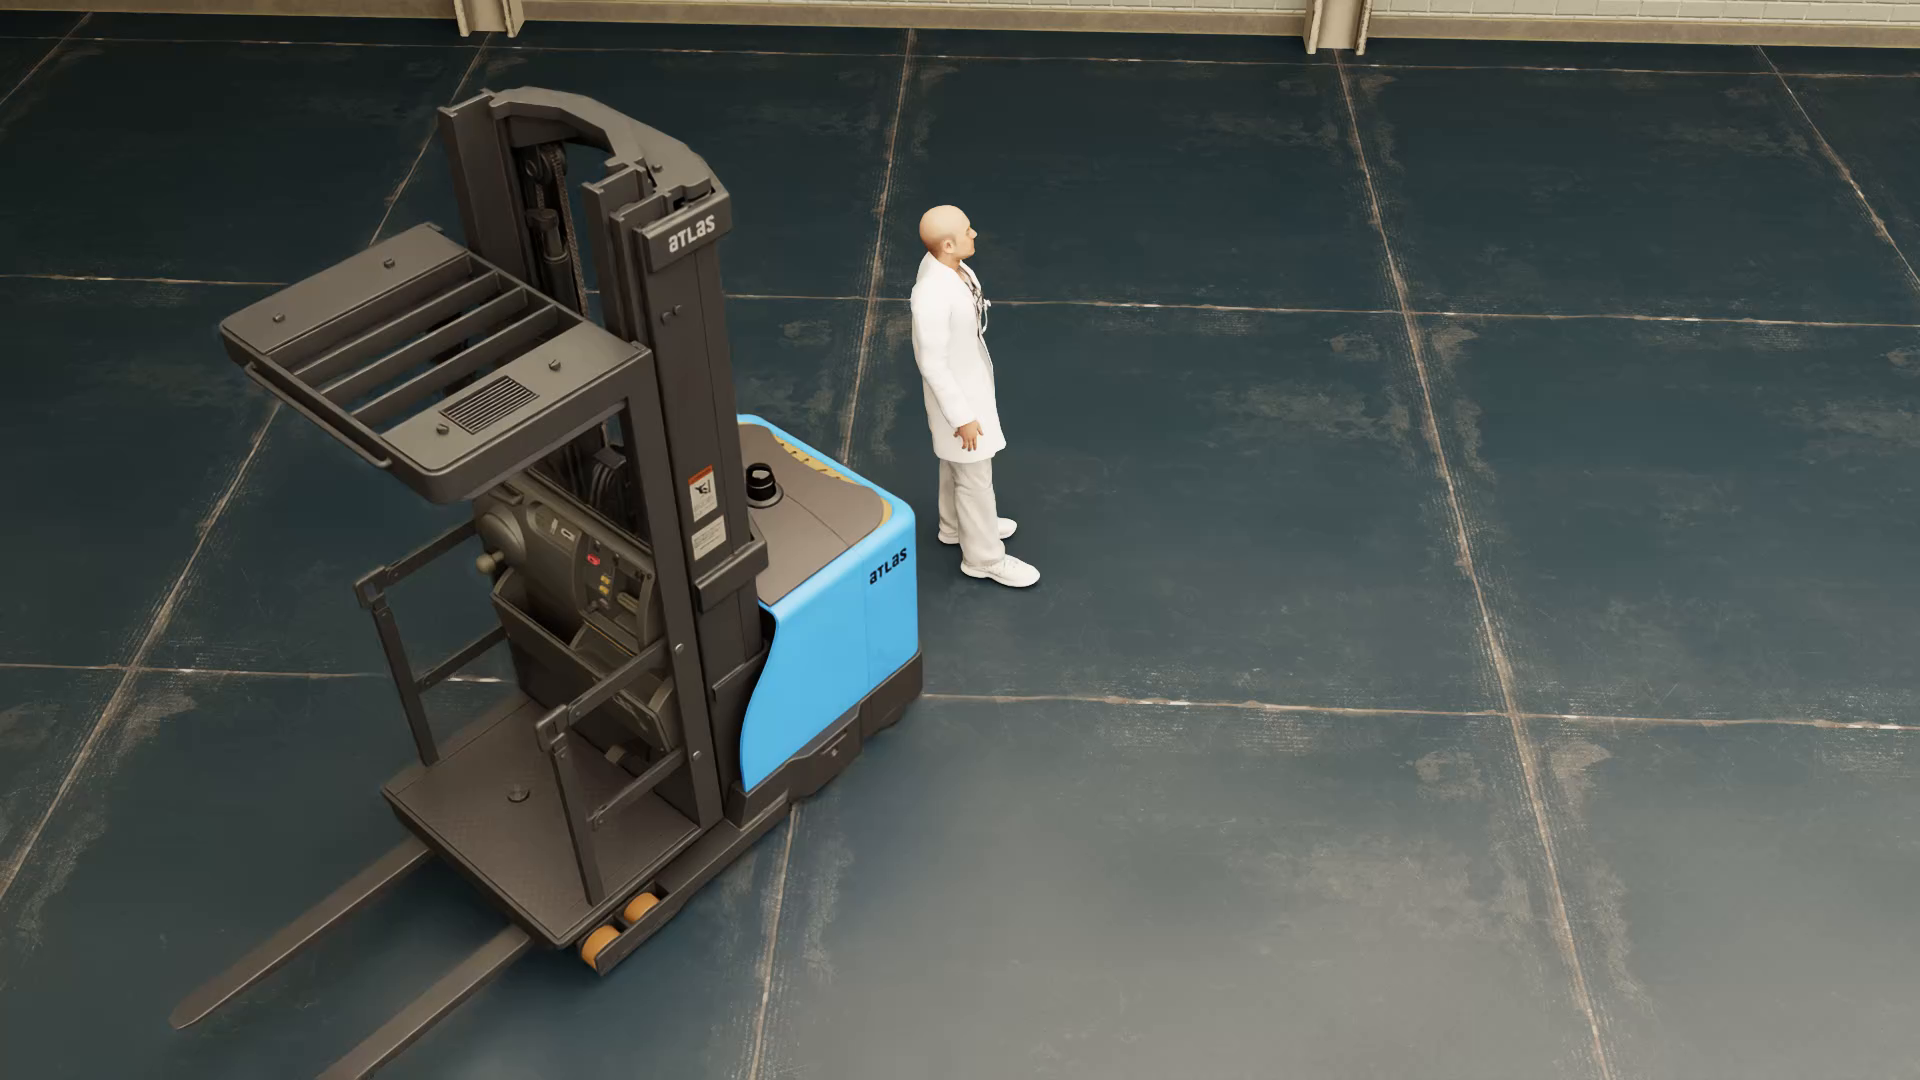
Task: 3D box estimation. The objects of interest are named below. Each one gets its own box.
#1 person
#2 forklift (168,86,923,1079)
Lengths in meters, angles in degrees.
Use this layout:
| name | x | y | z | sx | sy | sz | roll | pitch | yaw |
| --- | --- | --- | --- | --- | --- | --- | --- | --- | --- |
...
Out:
| name | x | y | z | sx | sy | sz | roll | pitch | yaw |
| --- | --- | --- | --- | --- | --- | --- | --- | --- | --- |
| person | 0.090 | -0.656 | 7.306 | 0.580 | 1.776 | 0.698 | 2 | 42 | 2 |
| forklift | -1.505 | 0.124 | 5.607 | 1.130 | 2.935 | 3.031 | 30 | 50 | 29 |
